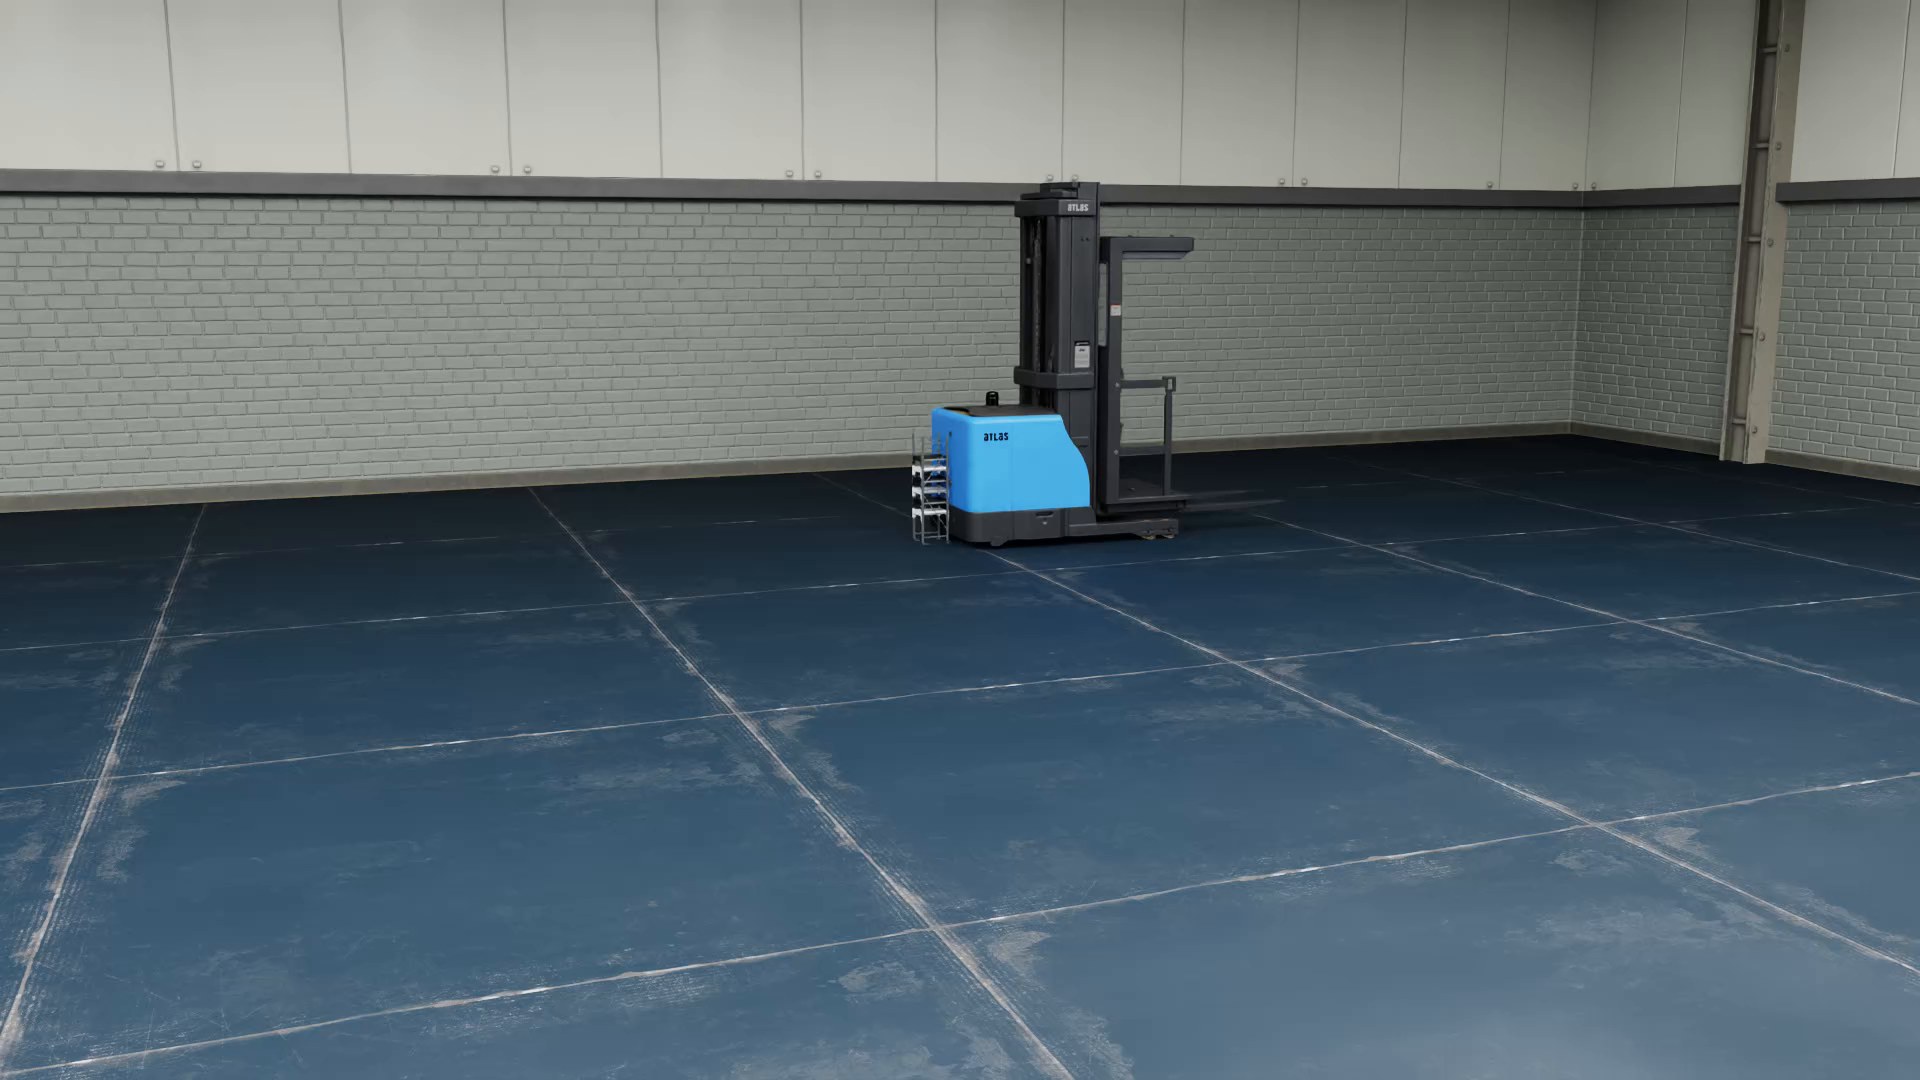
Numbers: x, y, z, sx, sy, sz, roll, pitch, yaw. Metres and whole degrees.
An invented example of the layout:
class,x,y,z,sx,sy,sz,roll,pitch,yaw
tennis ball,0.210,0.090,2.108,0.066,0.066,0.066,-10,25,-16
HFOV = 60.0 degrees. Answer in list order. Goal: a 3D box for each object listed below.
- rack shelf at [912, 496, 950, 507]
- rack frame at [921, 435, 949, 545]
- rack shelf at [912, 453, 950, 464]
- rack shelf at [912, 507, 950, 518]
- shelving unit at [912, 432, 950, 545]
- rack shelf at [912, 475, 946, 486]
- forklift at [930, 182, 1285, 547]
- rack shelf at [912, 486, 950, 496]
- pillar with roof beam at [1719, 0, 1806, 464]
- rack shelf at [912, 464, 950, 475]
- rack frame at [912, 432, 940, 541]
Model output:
class,x,y,z,sx,sy,sz,roll,pitch,yaw
rack shelf,-0.242,-0.304,13.764,0.258,0.077,0.200,-4,11,-22
rack frame,-0.204,-0.409,13.650,0.240,0.900,0.006,-4,11,-22
rack shelf,-0.242,-0.659,13.701,0.258,0.077,0.200,-4,11,-22
rack shelf,-0.242,-0.216,13.780,0.258,0.077,0.200,-4,11,-22
shelving unit,-0.242,-0.426,13.743,0.258,0.900,0.210,-4,11,-22
rack shelf,-0.242,-0.481,13.733,0.258,0.077,0.200,-4,11,-22
forklift,1.313,-1.527,14.134,3.031,2.935,1.130,-4,11,-20
rack shelf,-0.242,-0.393,13.749,0.258,0.077,0.200,-4,11,-22
pillar with roof beam,4.919,-5.057,16.656,9.100,9.000,0.400,-4,11,-21
rack shelf,-0.242,-0.570,13.717,0.258,0.077,0.200,-4,11,-22
rack frame,-0.280,-0.442,13.836,0.240,0.900,0.006,-4,11,-22
